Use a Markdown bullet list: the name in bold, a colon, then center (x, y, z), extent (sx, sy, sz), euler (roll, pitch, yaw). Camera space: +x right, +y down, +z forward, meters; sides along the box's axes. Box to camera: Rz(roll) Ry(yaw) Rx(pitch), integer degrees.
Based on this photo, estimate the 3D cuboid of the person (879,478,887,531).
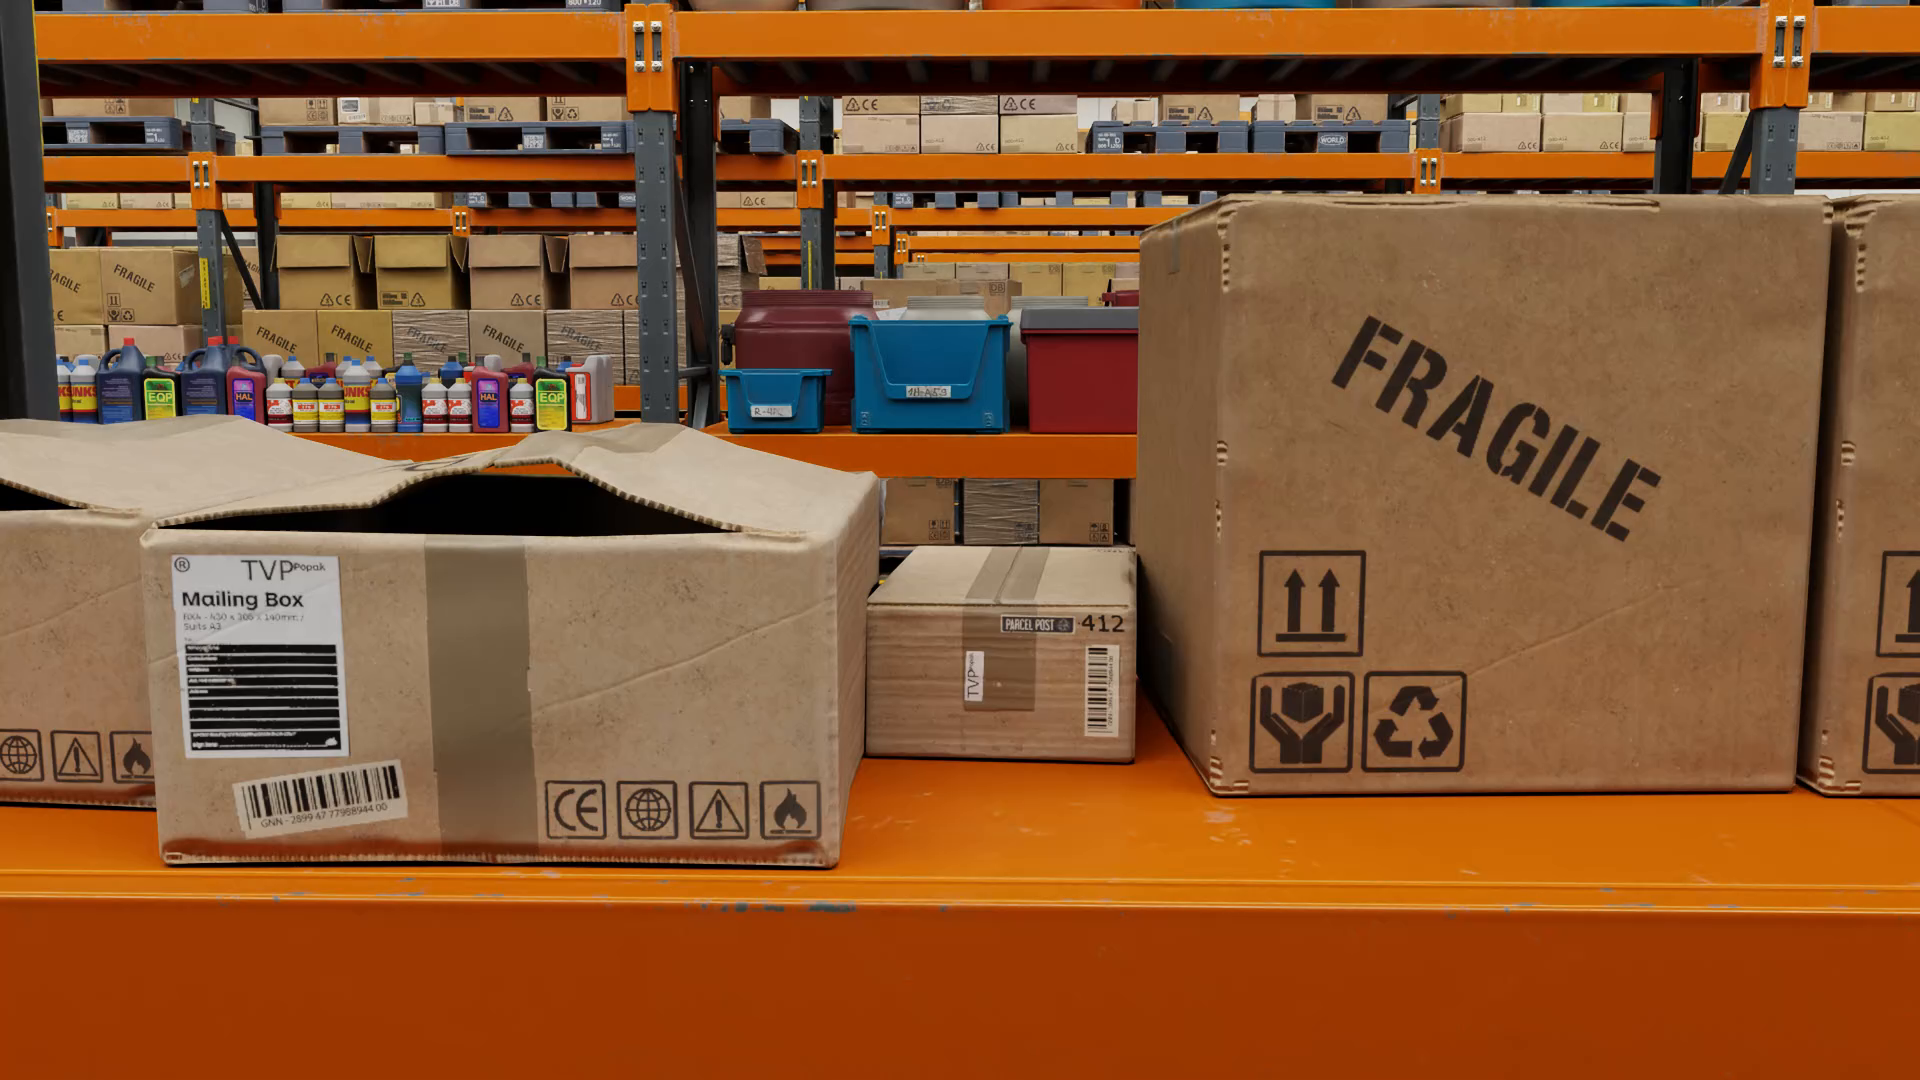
- **person**: center (-0.627, -0.187, 8.171), extent (0.671, 1.655, 0.499), euler (6, 9, 39)
